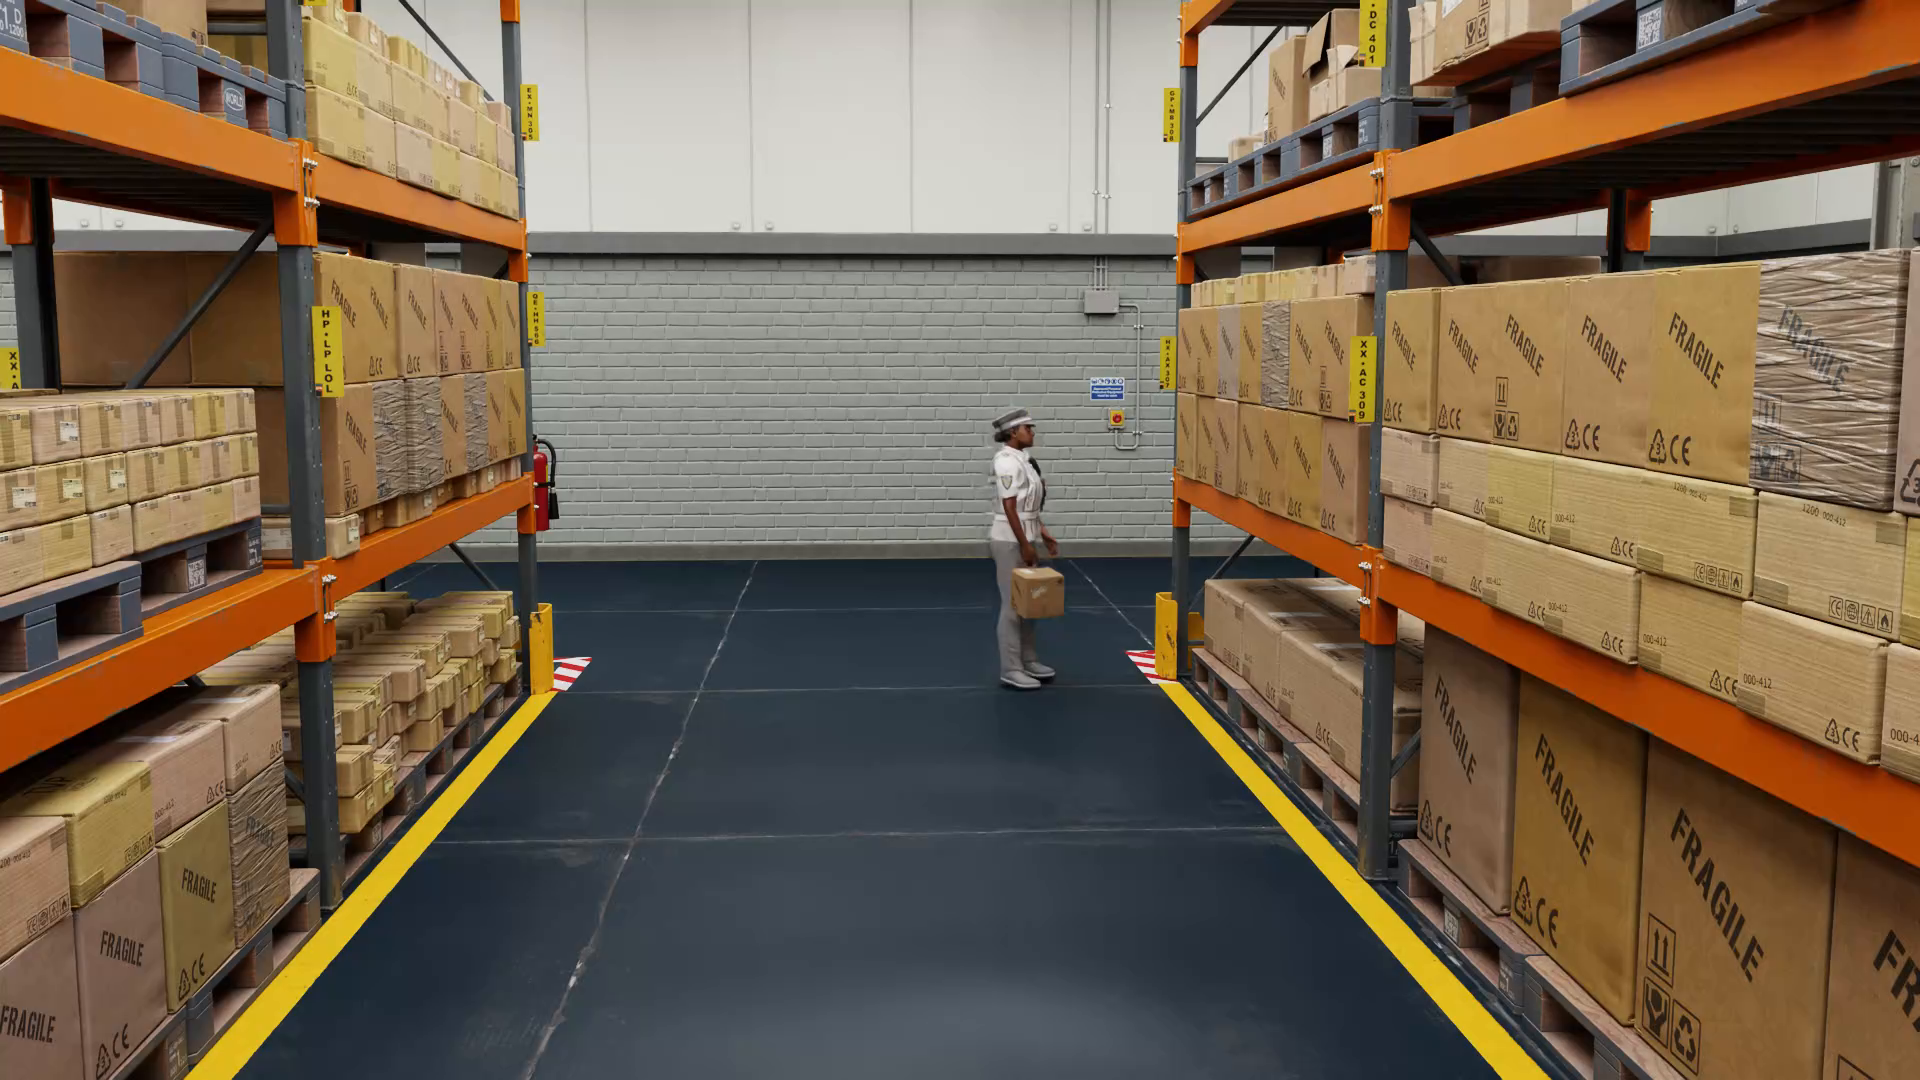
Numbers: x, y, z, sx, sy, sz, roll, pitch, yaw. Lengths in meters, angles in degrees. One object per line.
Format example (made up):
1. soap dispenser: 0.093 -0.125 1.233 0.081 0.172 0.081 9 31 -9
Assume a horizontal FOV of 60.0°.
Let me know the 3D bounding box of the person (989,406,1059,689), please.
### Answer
1. person: 0.380 0.031 10.247 0.422 1.701 0.532 2 7 14
